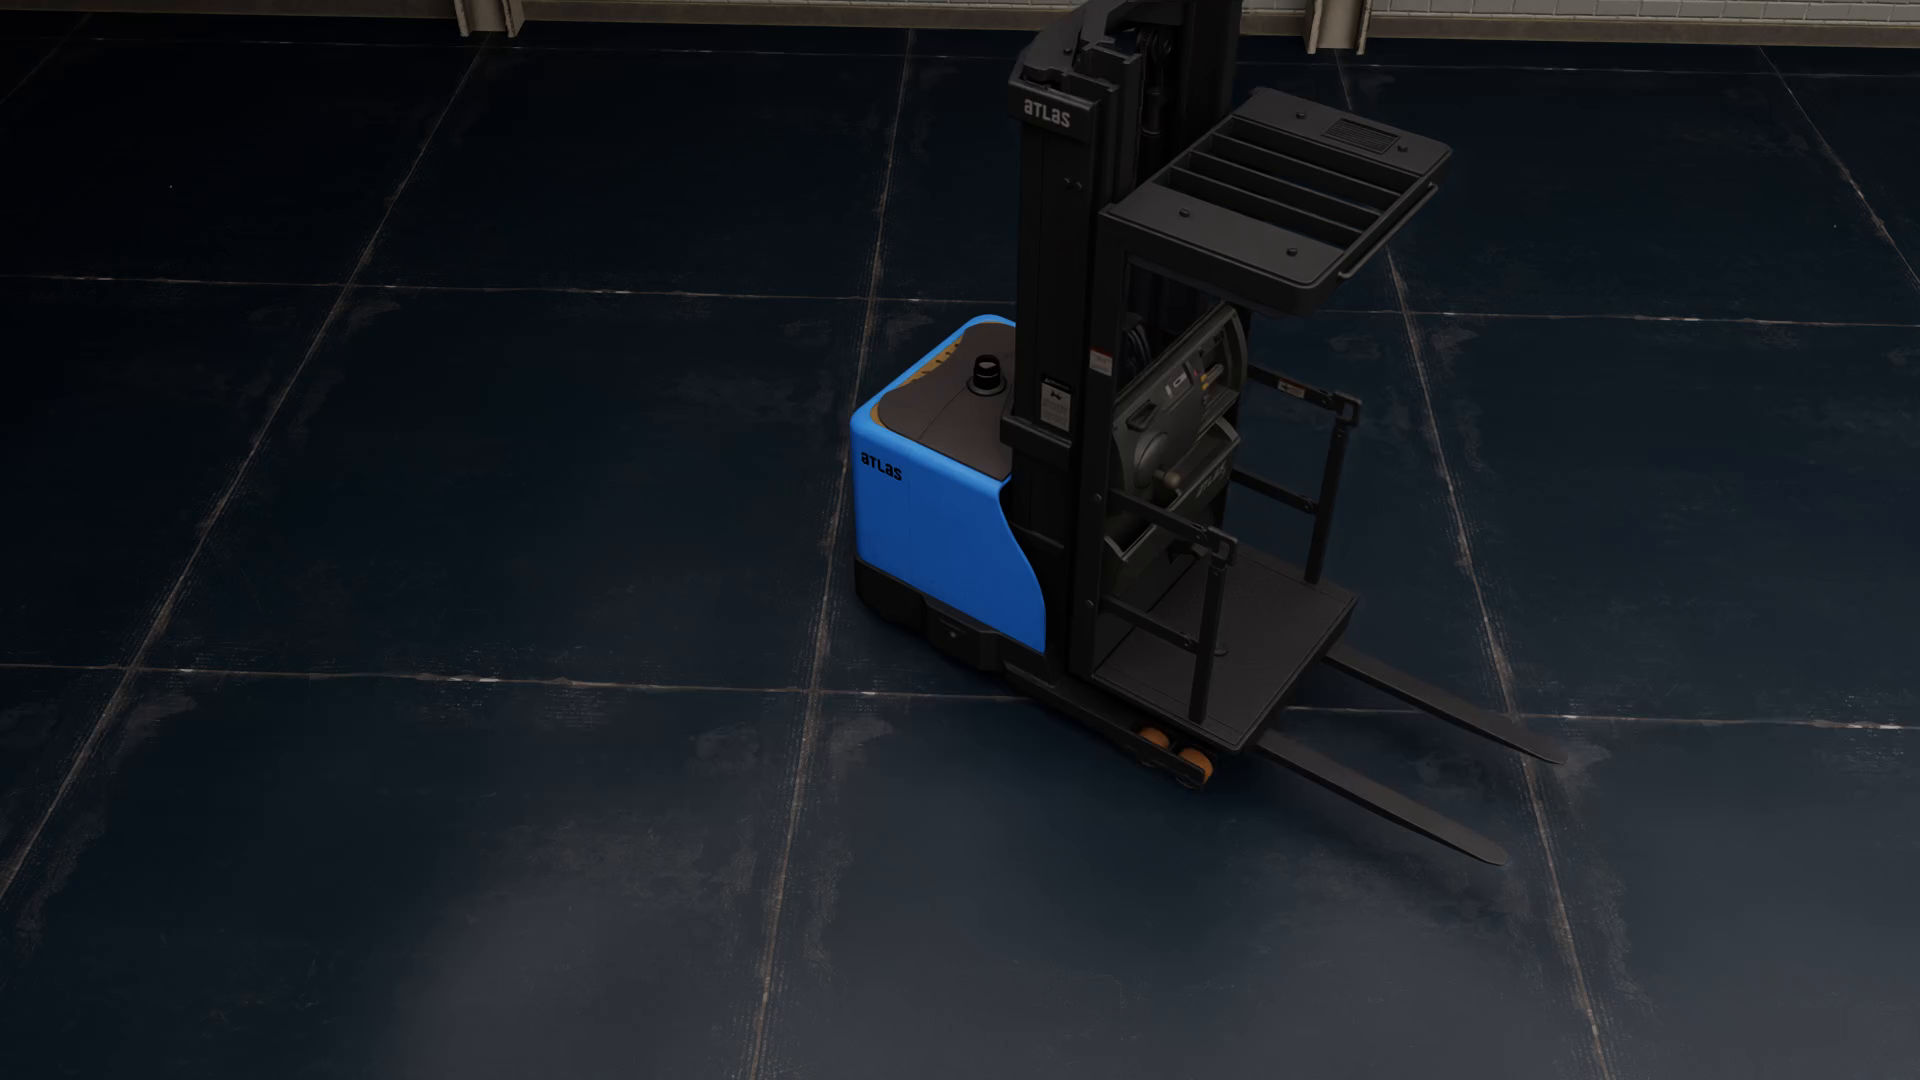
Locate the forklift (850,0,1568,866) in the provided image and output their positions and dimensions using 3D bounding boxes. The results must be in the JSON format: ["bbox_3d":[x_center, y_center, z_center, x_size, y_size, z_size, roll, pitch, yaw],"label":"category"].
[{"bbox_3d":[1.014,-0.477,6.265,3.031,2.935,1.130,26,48,26],"label":"forklift"}]
